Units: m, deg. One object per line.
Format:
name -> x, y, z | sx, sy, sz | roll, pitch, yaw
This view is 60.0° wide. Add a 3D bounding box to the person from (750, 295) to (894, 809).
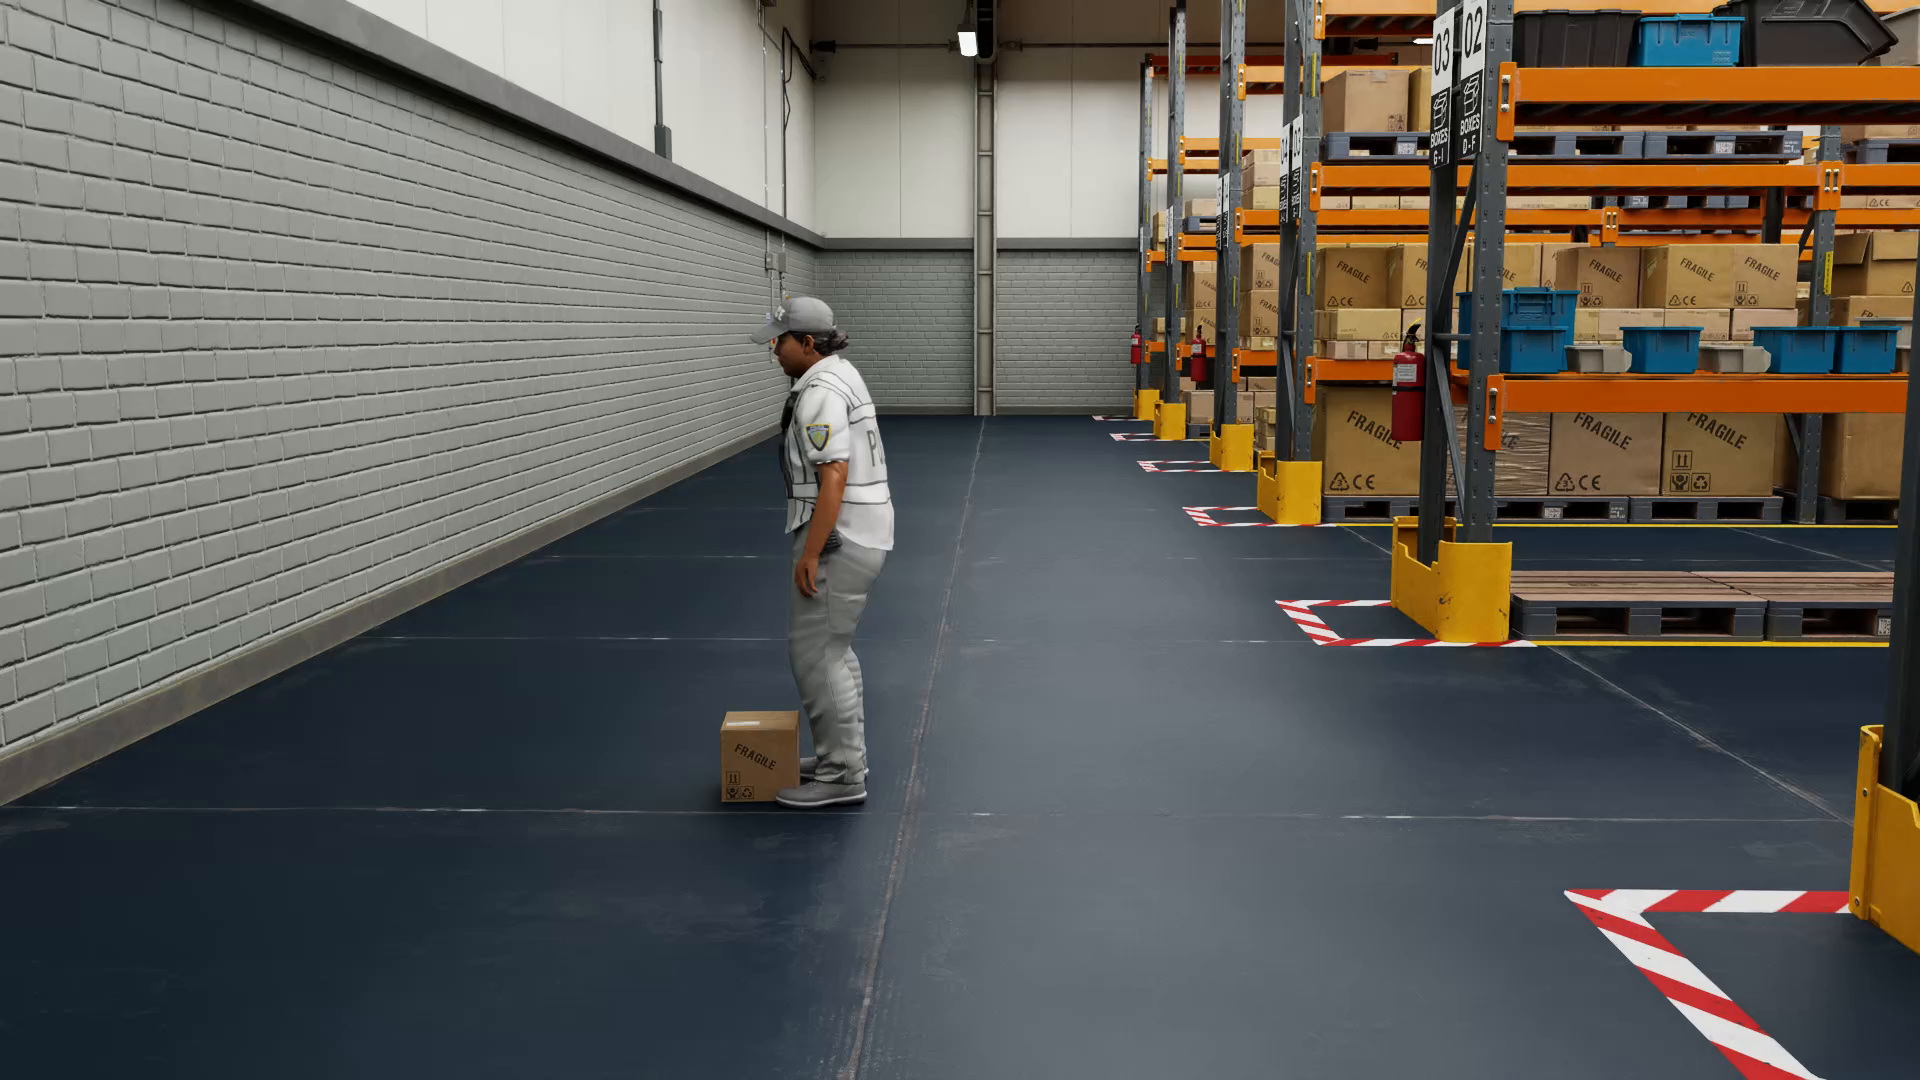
person -> -0.452, 0.028, 5.533 | 0.465, 1.666, 0.538 | 0, 7, 2
